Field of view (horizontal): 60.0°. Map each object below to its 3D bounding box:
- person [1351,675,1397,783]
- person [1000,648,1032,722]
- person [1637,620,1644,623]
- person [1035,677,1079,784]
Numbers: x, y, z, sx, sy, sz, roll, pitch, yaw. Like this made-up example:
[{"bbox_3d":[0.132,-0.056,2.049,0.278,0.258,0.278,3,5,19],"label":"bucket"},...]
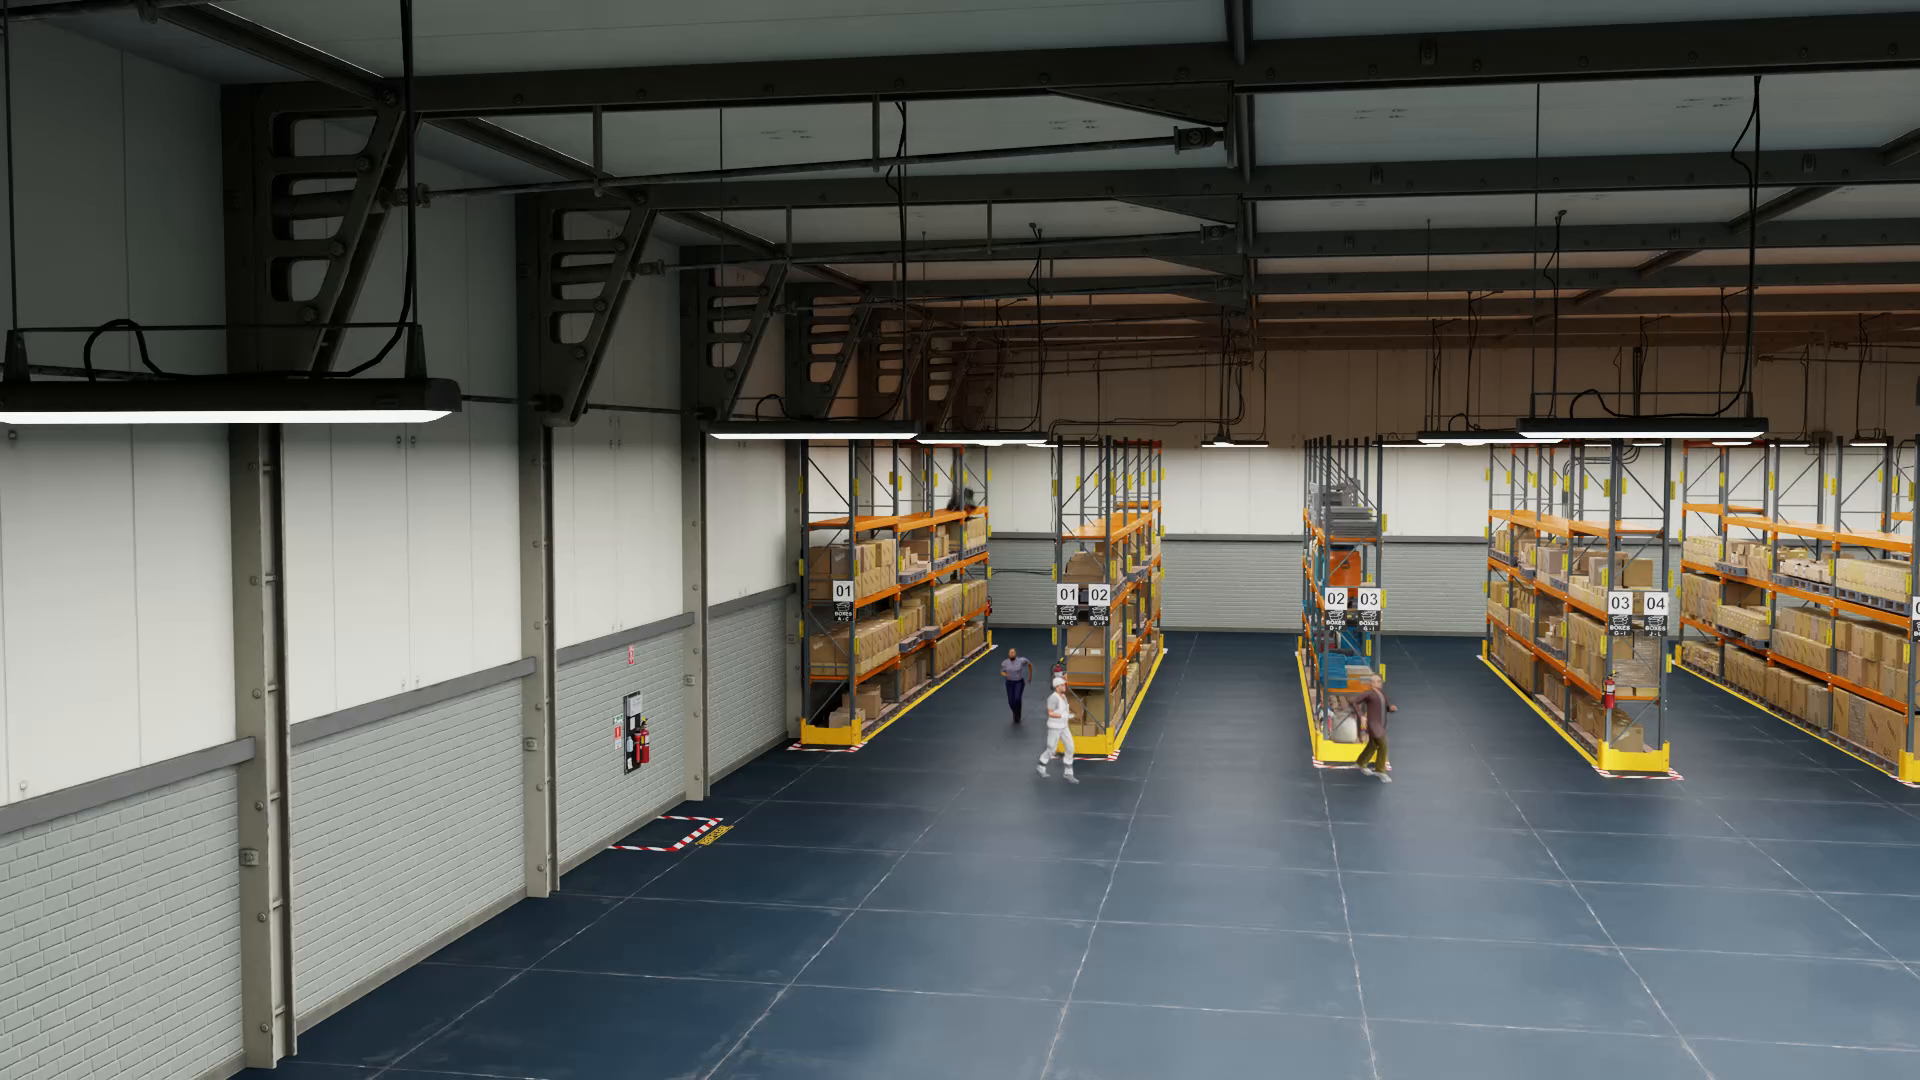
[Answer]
[{"bbox_3d":[7.207,3.259,28.905,0.862,1.833,0.672,3,4,44],"label":"person"},{"bbox_3d":[1.157,3.035,34.674,0.639,1.598,0.721,1,3,13],"label":"person"},{"bbox_3d":[18.879,2.427,45.811,0.508,1.667,0.889,0,3,-5],"label":"person"},{"bbox_3d":[1.657,3.274,28.662,0.804,1.826,0.633,2,4,35],"label":"person"}]
